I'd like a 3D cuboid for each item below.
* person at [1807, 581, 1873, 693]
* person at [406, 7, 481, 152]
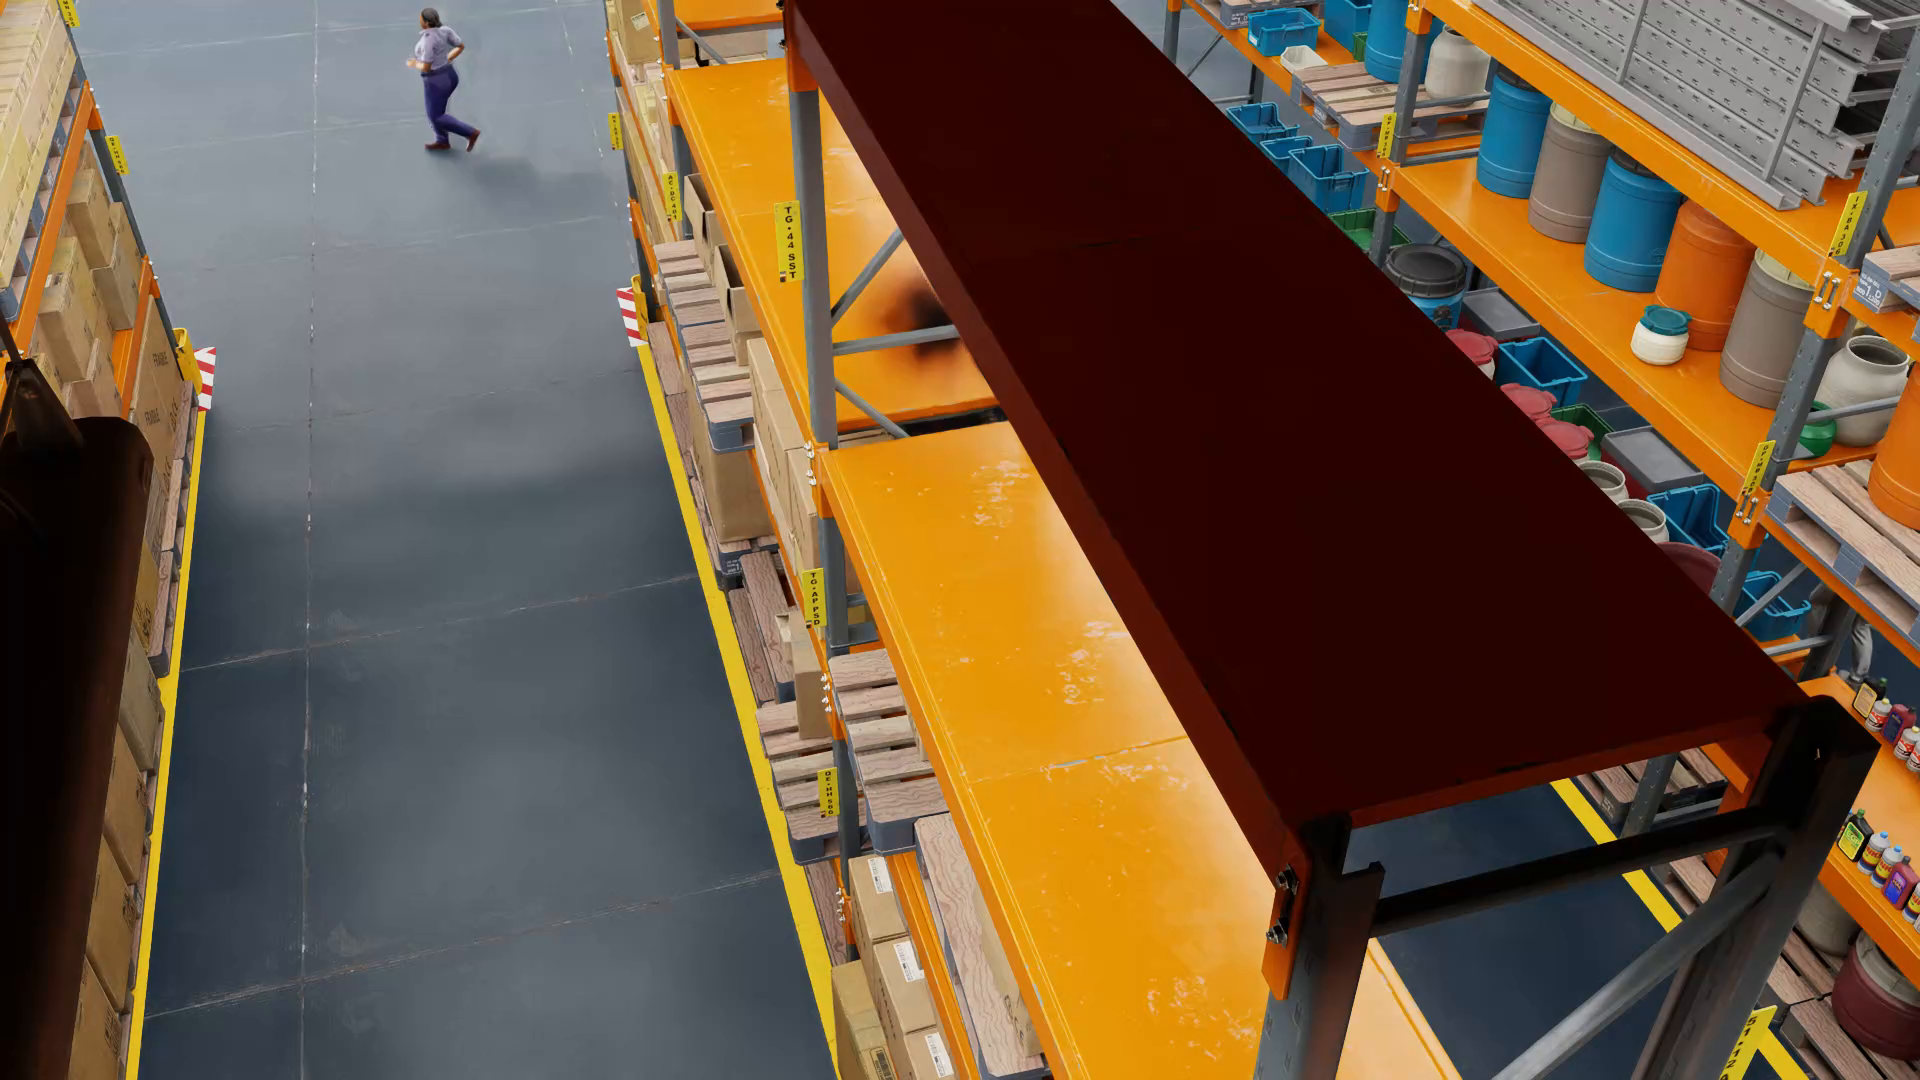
[{"bbox_3d":[6.013,0.289,11.133,0.627,1.749,0.708,-7,39,-9],"label":"person"},{"bbox_3d":[-5.510,-4.877,17.684,0.774,1.611,0.619,9,39,11],"label":"person"}]
